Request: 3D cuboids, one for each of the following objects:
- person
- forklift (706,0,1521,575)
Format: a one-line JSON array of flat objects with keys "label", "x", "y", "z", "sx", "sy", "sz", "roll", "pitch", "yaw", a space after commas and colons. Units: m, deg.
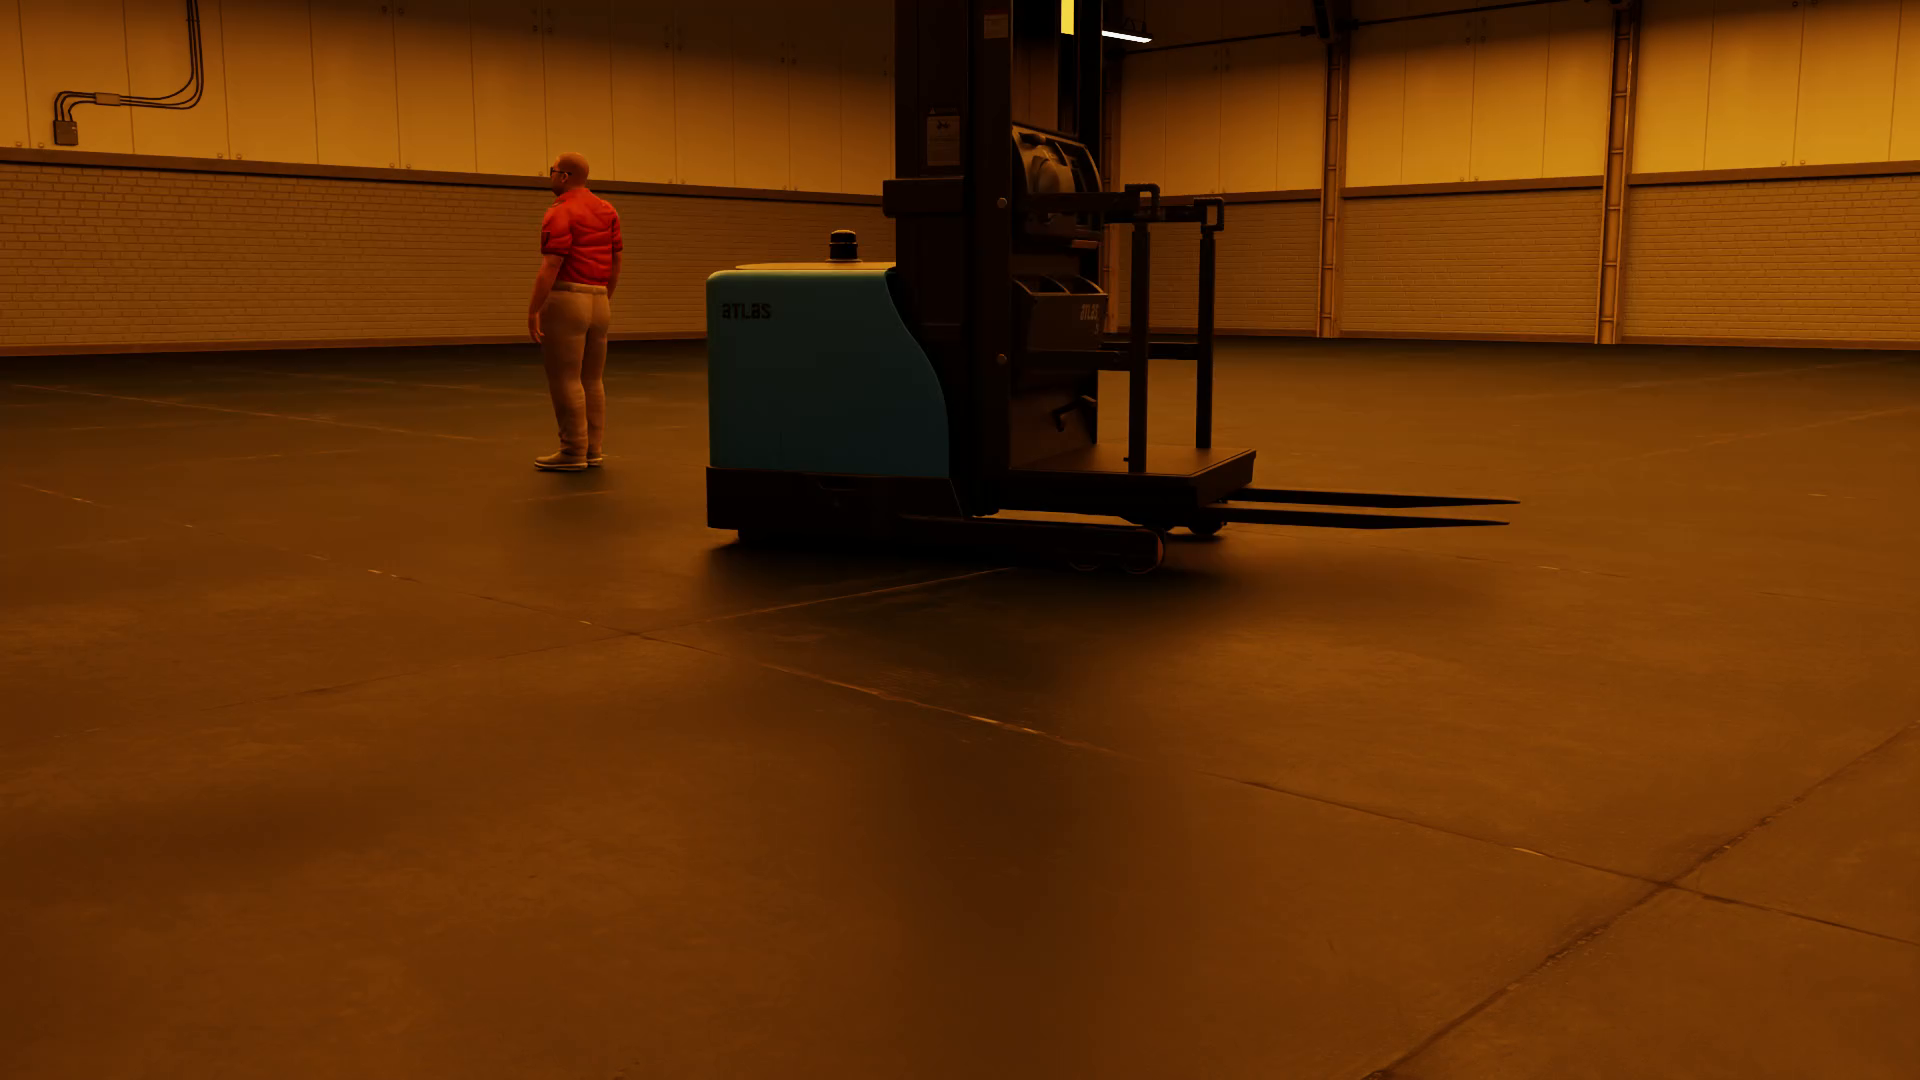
[{"label": "person", "x": -2.204, "y": -1.258, "z": 9.221, "sx": 0.551, "sy": 1.727, "sz": 0.640, "roll": 5, "pitch": 10, "yaw": 28}, {"label": "forklift", "x": 0.565, "y": -1.416, "z": 6.275, "sx": 3.031, "sy": 2.935, "sz": 1.130, "roll": 3, "pitch": 9, "yaw": 22}]
